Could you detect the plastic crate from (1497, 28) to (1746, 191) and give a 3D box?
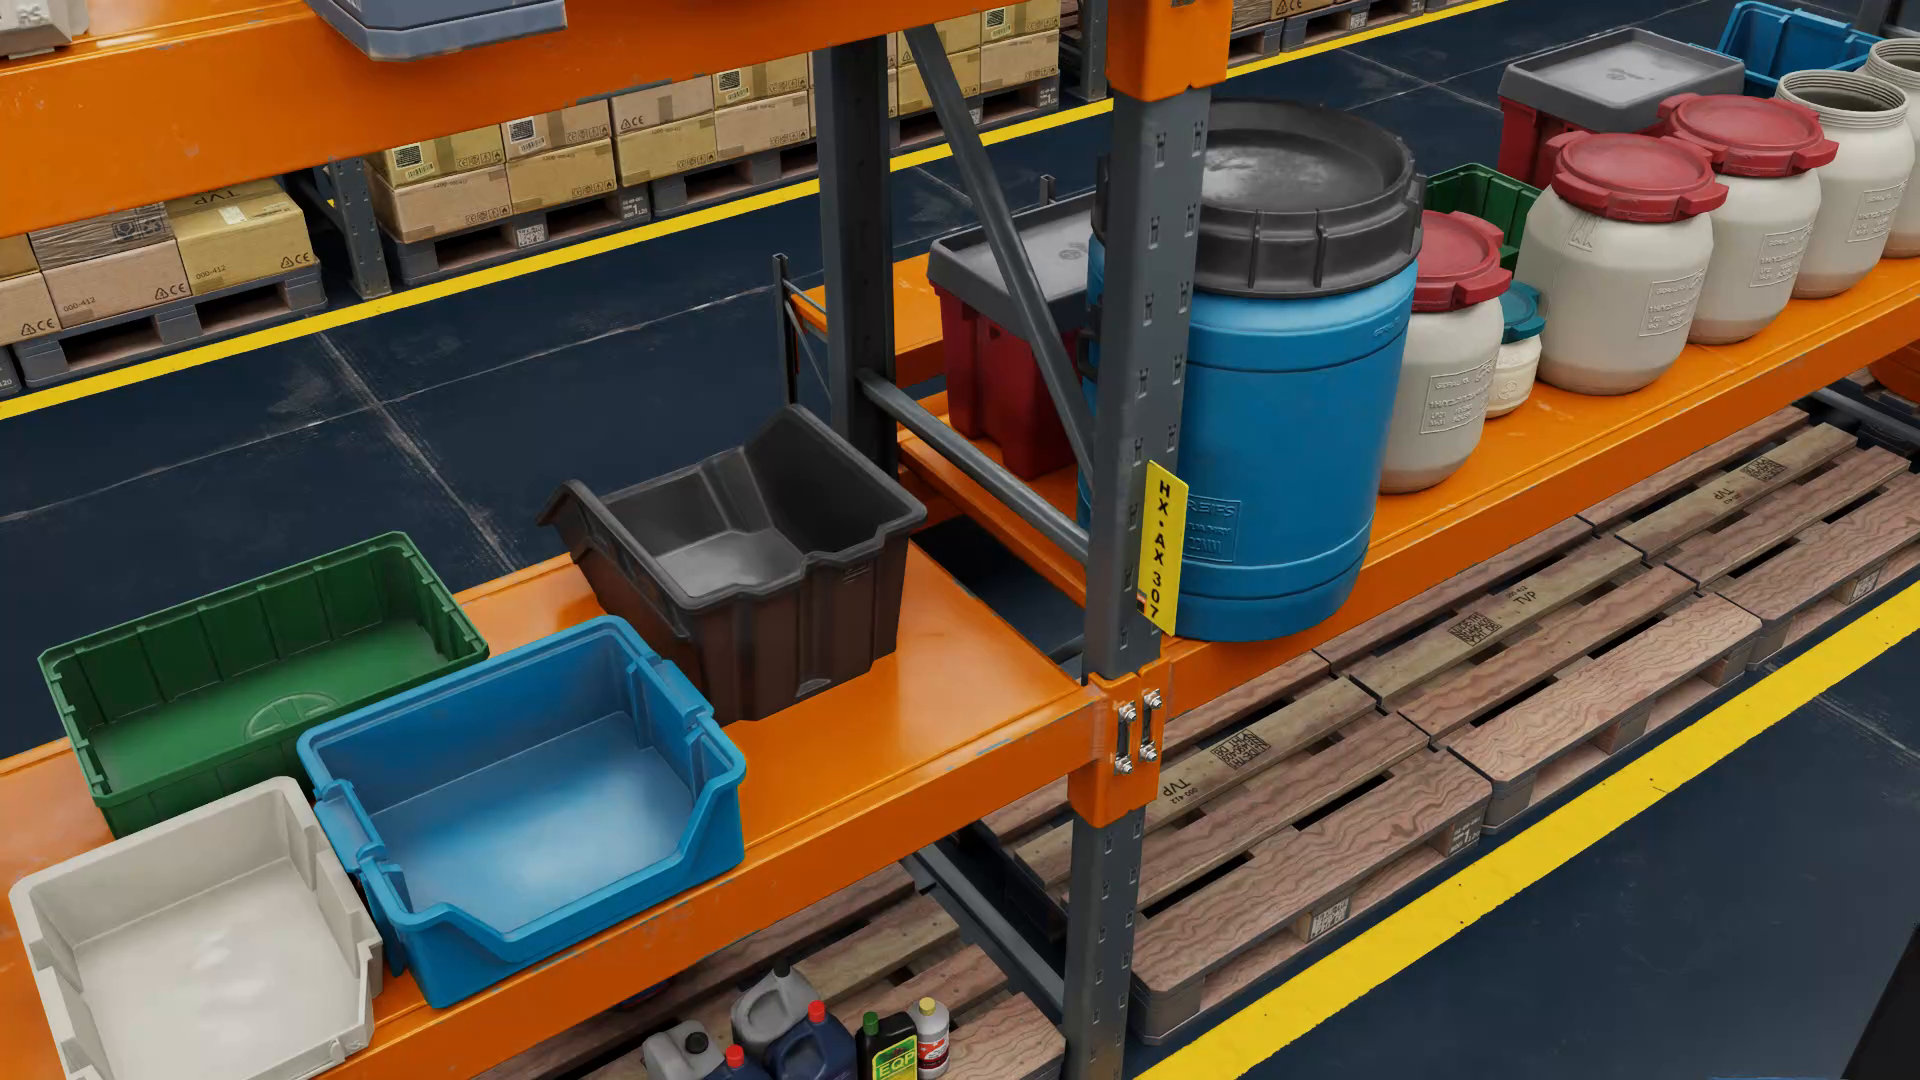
[{"bbox_3d":[1.818,-1.110,4.670,0.583,0.464,0.402,-22,41,-28],"label":"plastic crate"}]

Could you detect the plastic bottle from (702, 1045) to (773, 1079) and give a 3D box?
[{"bbox_3d":[-0.472,1.179,3.433,0.185,0.351,0.144,-25,42,-30],"label":"plastic bottle"}]

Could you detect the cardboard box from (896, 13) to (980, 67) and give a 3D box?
[{"bbox_3d":[-0.243,-2.657,8.391,0.500,0.311,0.500,-23,42,-29],"label":"cardboard box"}]

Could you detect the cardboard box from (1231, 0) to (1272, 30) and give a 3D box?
[{"bbox_3d":[1.426,-3.206,9.403,0.500,0.500,0.500,-24,42,-29],"label":"cardboard box"}]

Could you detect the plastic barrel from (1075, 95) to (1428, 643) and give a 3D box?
[{"bbox_3d":[0.536,-0.325,3.204,0.708,0.901,0.600,-22,41,-28],"label":"plastic barrel"}]

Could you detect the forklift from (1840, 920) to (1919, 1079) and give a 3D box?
[{"bbox_3d":[1.688,1.006,1.841,3.031,2.935,1.130,-13,38,-17],"label":"forklift"}]

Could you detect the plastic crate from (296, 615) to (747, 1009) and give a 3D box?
[{"bbox_3d":[-0.703,0.426,2.716,0.616,0.251,0.499,-22,41,-28],"label":"plastic crate"}]

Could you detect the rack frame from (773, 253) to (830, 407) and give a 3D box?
[{"bbox_3d":[-0.410,-0.288,5.187,0.032,1.125,0.500,-22,41,-28],"label":"rack frame"}]

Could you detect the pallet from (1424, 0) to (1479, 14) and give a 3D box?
[{"bbox_3d":[3.091,-3.769,10.809,1.213,0.211,1.003,-22,41,-28],"label":"pallet"}]

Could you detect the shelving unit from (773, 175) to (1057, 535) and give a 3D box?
[{"bbox_3d":[0.006,-0.459,5.425,1.048,1.125,0.538,-22,41,-28],"label":"shelving unit"}]

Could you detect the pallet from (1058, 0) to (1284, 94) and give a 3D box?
[{"bbox_3d":[1.097,-2.948,9.668,1.213,0.211,1.003,-22,41,-28],"label":"pallet"}]

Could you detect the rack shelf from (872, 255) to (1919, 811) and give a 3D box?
[{"bbox_3d":[1.680,-0.517,4.516,4.000,0.370,1.077,-22,41,-28],"label":"rack shelf"}]

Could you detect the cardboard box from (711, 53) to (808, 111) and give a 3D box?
[{"bbox_3d":[-1.068,-2.321,7.923,0.500,0.311,0.500,-21,41,-27],"label":"cardboard box"}]

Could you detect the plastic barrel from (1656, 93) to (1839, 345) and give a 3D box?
[{"bbox_3d":[1.907,-0.801,4.178,0.433,0.535,0.433,0,36,0],"label":"plastic barrel"}]

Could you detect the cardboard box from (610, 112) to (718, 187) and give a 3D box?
[{"bbox_3d":[-1.492,-1.920,7.846,0.500,0.250,0.500,-24,42,-29],"label":"cardboard box"}]

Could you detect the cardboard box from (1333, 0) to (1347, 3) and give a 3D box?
[{"bbox_3d":[2.263,-3.551,9.882,0.500,0.500,0.500,-24,42,-29],"label":"cardboard box"}]

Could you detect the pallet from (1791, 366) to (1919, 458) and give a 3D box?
[{"bbox_3d":[3.935,-0.635,6.452,1.213,0.211,1.003,-22,41,-28],"label":"pallet"}]

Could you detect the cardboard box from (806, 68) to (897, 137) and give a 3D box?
[{"bbox_3d":[-0.657,-2.265,8.326,0.500,0.250,0.500,-21,41,-27],"label":"cardboard box"}]

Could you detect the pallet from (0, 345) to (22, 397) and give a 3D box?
[{"bbox_3d":[-4.477,-0.709,6.555,1.213,0.211,1.003,-22,41,-28],"label":"pallet"}]

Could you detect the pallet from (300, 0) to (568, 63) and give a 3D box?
[{"bbox_3d":[-0.488,-0.988,2.147,1.003,0.211,1.213,-22,41,-28],"label":"pallet"}]

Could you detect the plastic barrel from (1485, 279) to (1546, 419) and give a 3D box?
[{"bbox_3d":[1.216,-0.452,3.928,0.301,0.262,0.301,0,36,0],"label":"plastic barrel"}]

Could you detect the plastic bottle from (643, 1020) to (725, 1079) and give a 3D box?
[{"bbox_3d":[-0.578,1.147,3.542,0.135,0.276,0.152,-22,41,-28],"label":"plastic bottle"}]

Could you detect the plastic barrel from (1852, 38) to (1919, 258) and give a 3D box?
[{"bbox_3d":[2.597,-1.079,4.586,0.421,0.512,0.421,0,36,0],"label":"plastic barrel"}]

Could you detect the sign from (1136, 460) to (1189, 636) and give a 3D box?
[{"bbox_3d":[0.353,0.018,2.919,0.005,0.325,0.100,-22,41,-28],"label":"sign"}]

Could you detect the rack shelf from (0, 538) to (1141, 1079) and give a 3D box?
[{"bbox_3d":[-1.589,0.829,2.645,4.000,0.370,1.077,-22,41,-28],"label":"rack shelf"}]

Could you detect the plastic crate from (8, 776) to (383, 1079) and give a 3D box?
[{"bbox_3d":[-1.136,0.638,2.520,0.437,0.136,0.530,-22,41,-28],"label":"plastic crate"}]

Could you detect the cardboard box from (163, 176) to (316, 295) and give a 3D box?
[{"bbox_3d":[-3.058,-1.296,6.978,0.500,0.250,0.500,-22,41,-28],"label":"cardboard box"}]

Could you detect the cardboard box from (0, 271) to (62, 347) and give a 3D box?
[{"bbox_3d":[-3.873,-0.957,6.507,0.500,0.250,0.500,-22,41,-28],"label":"cardboard box"}]

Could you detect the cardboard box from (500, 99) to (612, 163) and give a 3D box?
[{"bbox_3d":[-1.911,-1.969,7.434,0.500,0.311,0.500,-23,42,-28],"label":"cardboard box"}]

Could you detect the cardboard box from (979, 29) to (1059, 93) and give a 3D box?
[{"bbox_3d":[0.175,-2.608,8.802,0.500,0.250,0.500,-21,41,-27],"label":"cardboard box"}]

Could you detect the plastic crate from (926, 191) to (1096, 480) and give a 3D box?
[{"bbox_3d":[0.265,-0.471,3.781,0.583,0.464,0.402,-22,41,-28],"label":"plastic crate"}]

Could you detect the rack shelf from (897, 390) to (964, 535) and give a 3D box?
[{"bbox_3d":[0.006,-0.260,5.567,1.000,0.278,0.538,-22,41,-28],"label":"rack shelf"}]

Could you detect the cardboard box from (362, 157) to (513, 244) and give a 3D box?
[{"bbox_3d":[-2.333,-1.573,7.364,0.500,0.250,0.500,-23,42,-29],"label":"cardboard box"}]

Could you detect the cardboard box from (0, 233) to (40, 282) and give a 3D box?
[{"bbox_3d":[-3.880,-1.267,6.296,0.500,0.500,0.500,-22,41,-28],"label":"cardboard box"}]

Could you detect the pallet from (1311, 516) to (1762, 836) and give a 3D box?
[{"bbox_3d":[1.663,0.300,5.152,1.213,0.211,1.003,-22,41,-28],"label":"pallet"}]

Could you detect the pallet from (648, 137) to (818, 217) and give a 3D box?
[{"bbox_3d":[-1.227,-2.049,8.418,1.213,0.211,1.003,-22,41,-28],"label":"pallet"}]

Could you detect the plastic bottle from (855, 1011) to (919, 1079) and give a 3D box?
[{"bbox_3d":[-0.158,1.107,3.591,0.133,0.283,0.061,-20,40,-26],"label":"plastic bottle"}]

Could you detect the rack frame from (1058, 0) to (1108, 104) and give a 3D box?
[{"bbox_3d":[0.465,-3.847,8.530,0.127,3.000,1.000,-22,41,-28],"label":"rack frame"}]

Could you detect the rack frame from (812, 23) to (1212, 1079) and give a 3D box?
[{"bbox_3d":[0.045,-0.136,3.370,0.127,3.000,1.000,-22,41,-28],"label":"rack frame"}]
